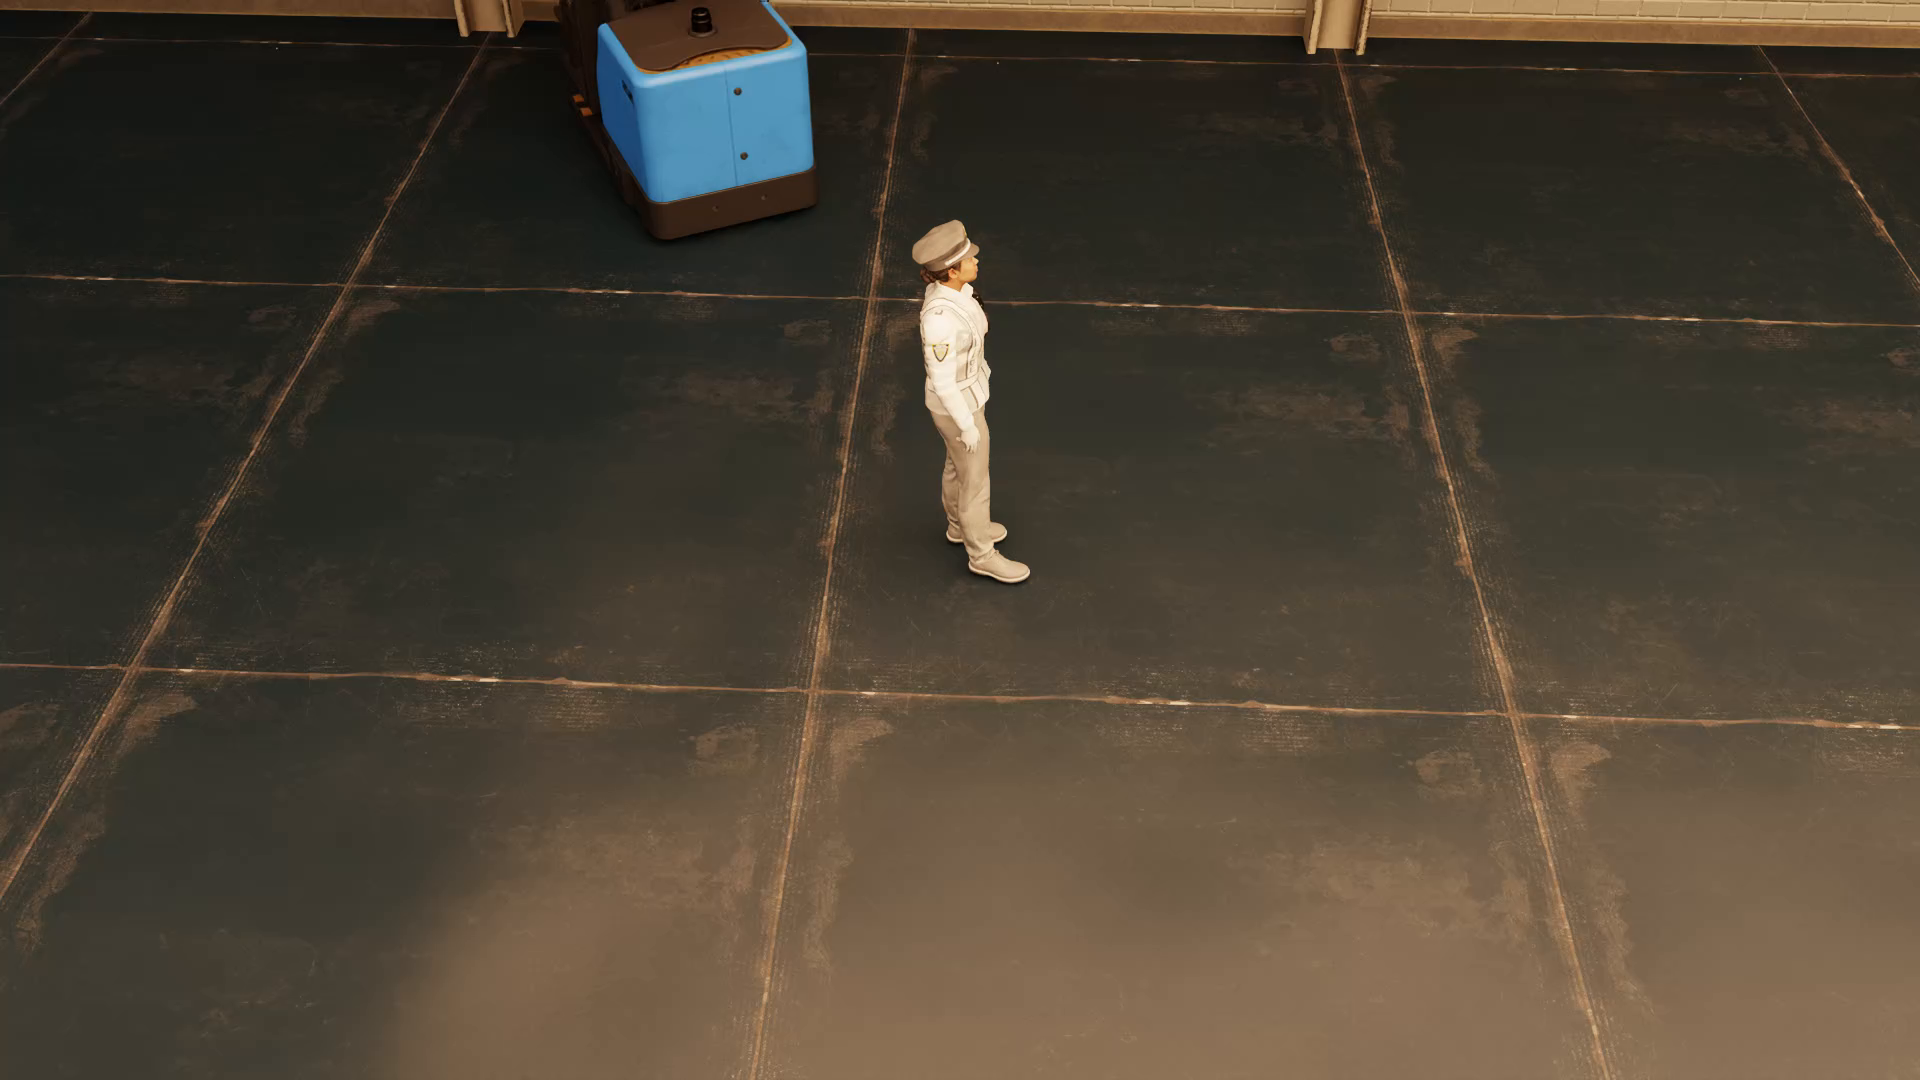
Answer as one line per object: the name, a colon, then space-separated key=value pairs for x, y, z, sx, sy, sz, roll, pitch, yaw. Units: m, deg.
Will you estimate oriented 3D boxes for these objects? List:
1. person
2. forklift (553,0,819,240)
person: x=0.067 y=-0.625 z=7.333 sx=0.534 sy=1.696 sz=0.587 roll=2 pitch=42 yaw=2
forklift: x=-1.925 y=-3.840 z=9.949 sx=1.130 sy=2.935 sz=3.031 roll=-17 pitch=45 yaw=-18
